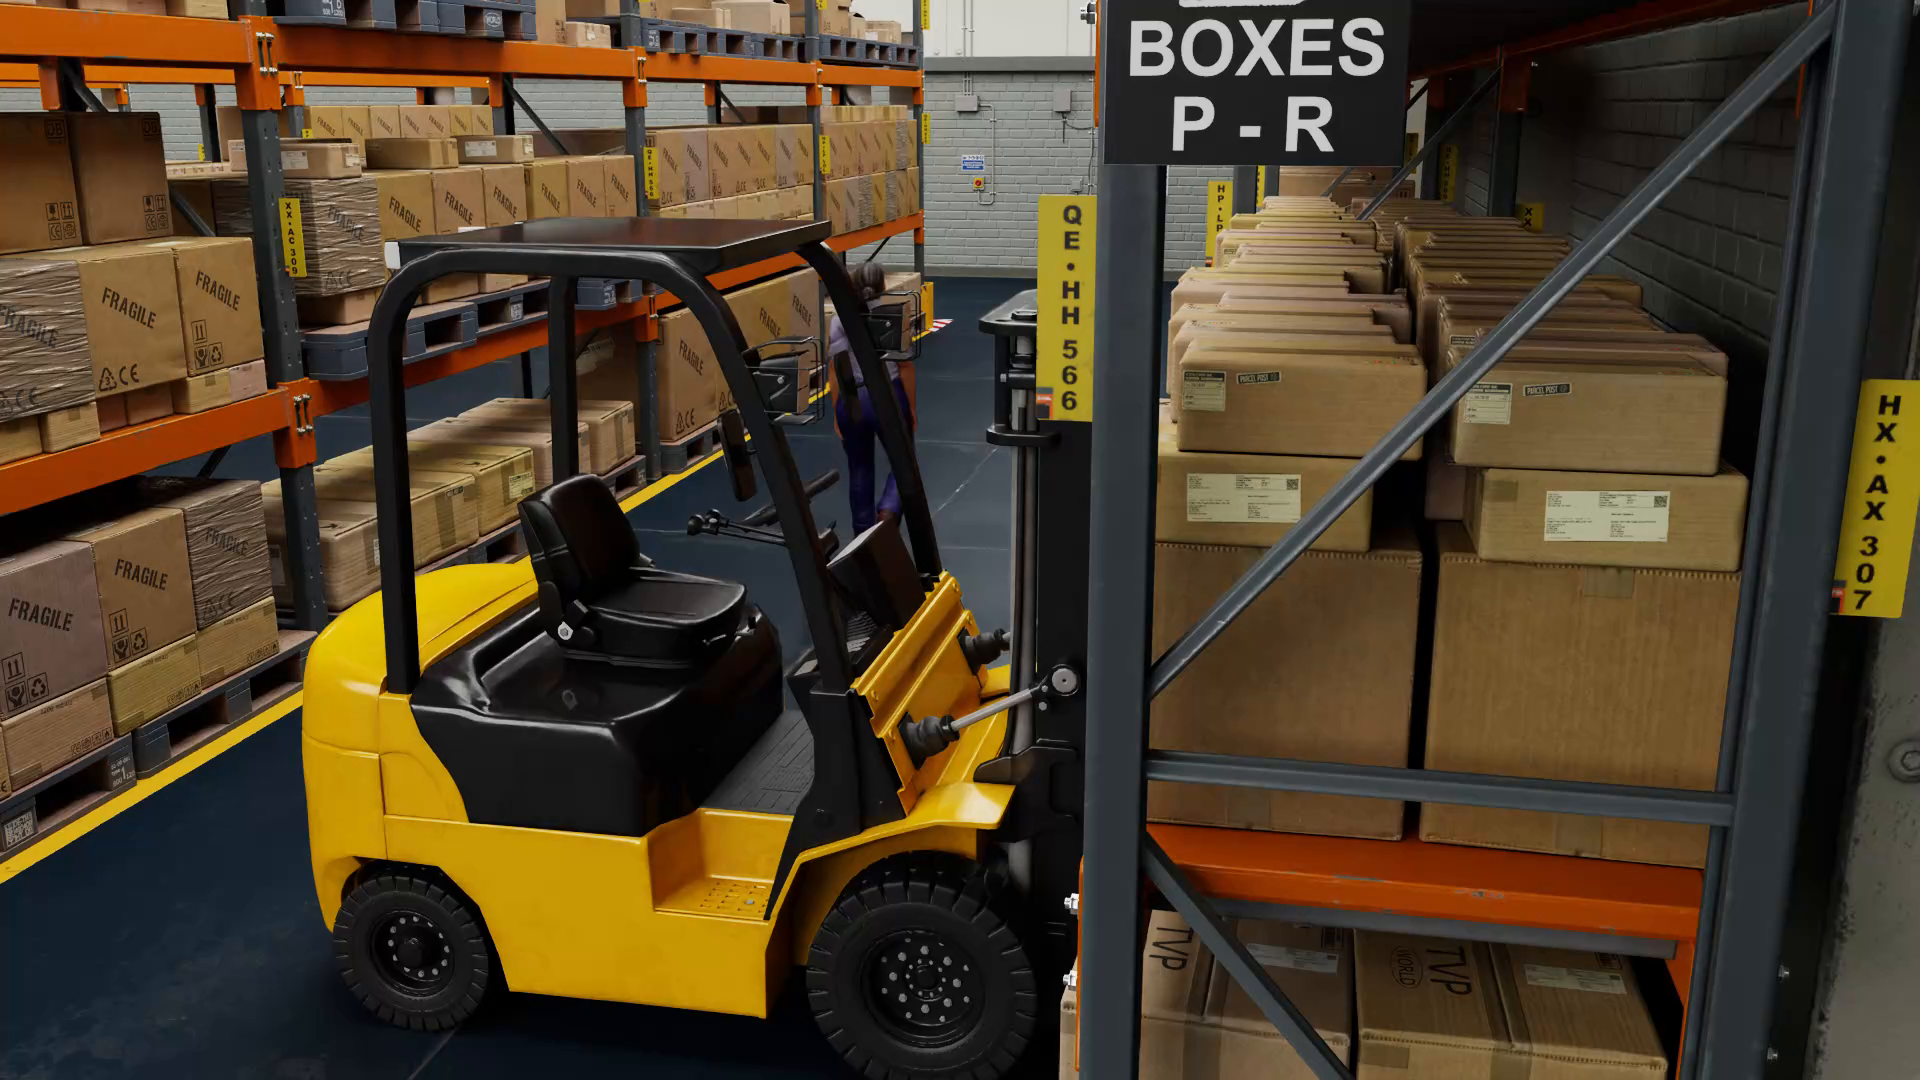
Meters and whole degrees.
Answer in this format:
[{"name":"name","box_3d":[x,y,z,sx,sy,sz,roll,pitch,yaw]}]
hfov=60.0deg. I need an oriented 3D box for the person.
[{"name":"person","box_3d":[-0.480,-0.712,9.150,0.482,1.630,0.607,2,15,7]}]
